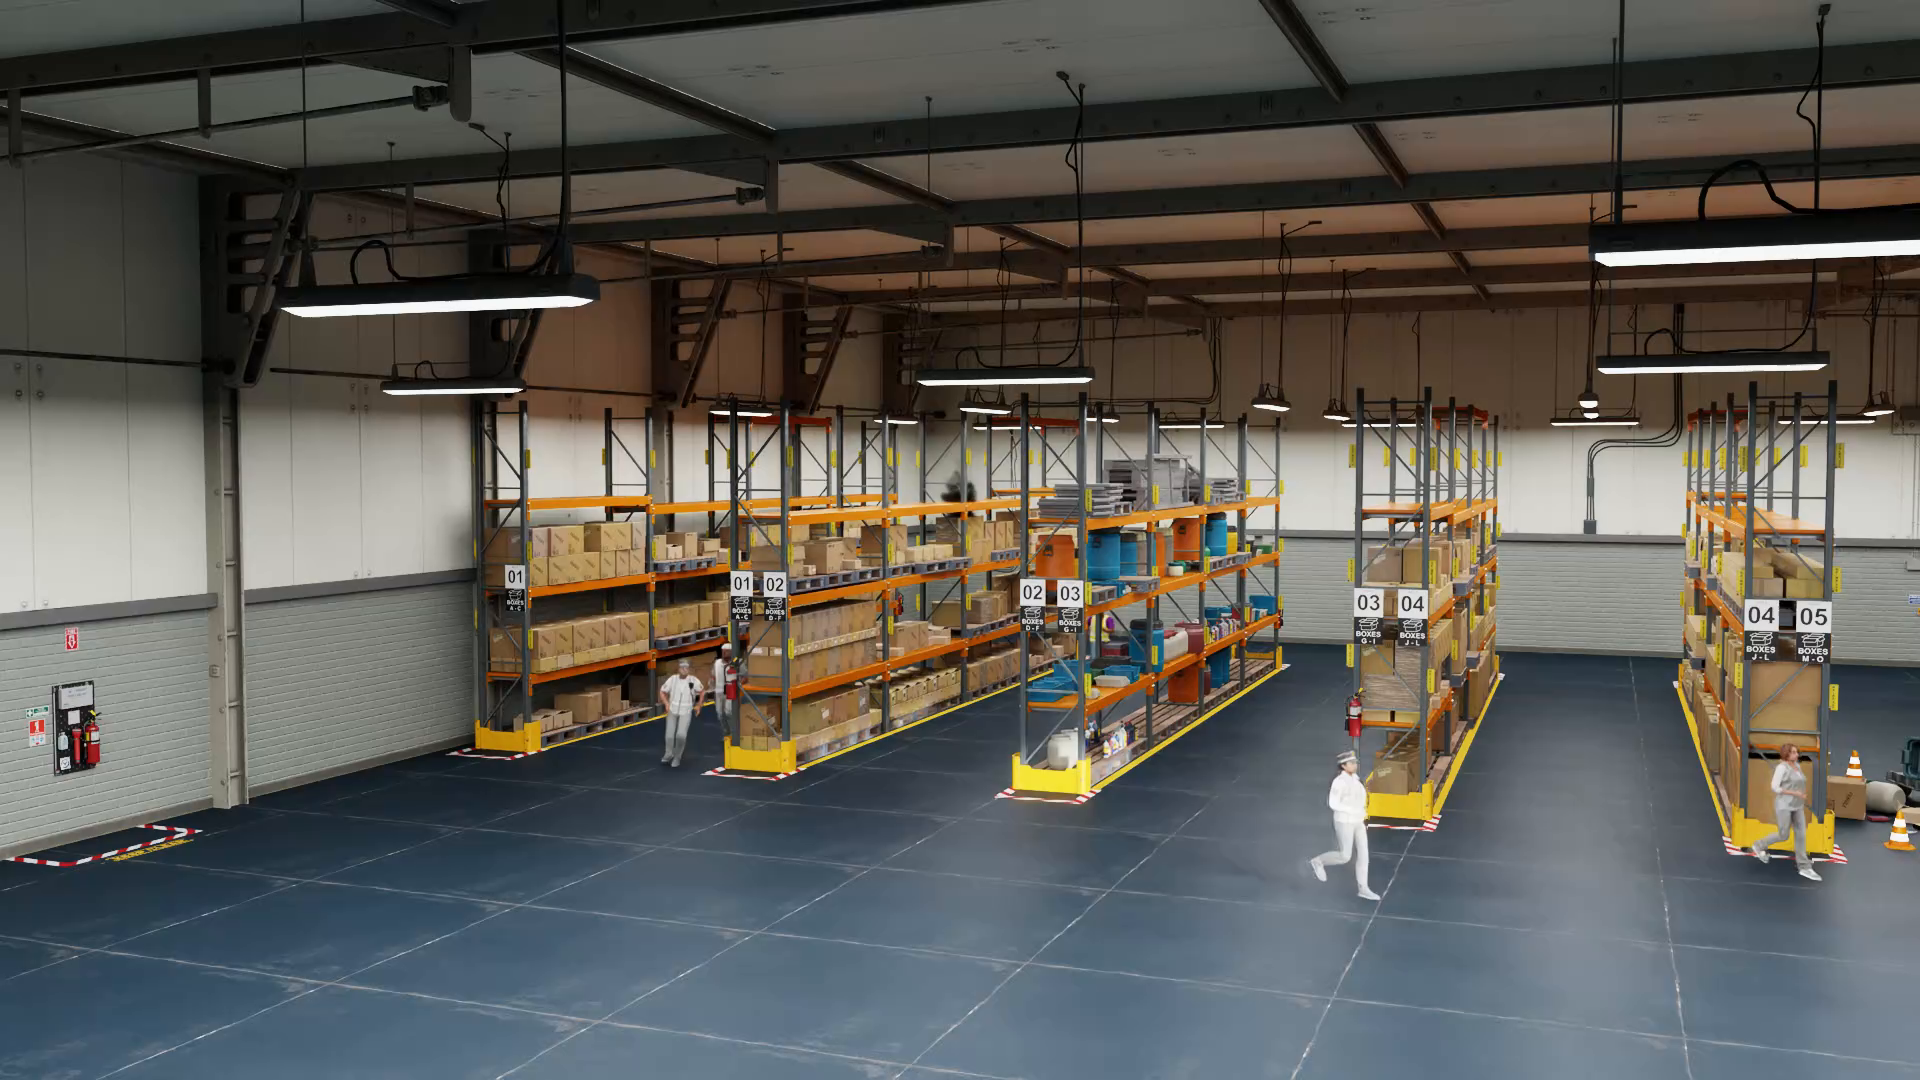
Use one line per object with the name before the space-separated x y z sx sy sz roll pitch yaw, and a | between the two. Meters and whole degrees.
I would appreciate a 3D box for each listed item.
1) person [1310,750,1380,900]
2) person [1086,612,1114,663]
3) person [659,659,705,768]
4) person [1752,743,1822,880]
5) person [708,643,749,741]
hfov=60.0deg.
person | 4.440 3.225 19.015 0.618 1.669 0.890 -3 4 -43
person | 3.112 2.307 37.130 0.677 1.821 0.799 1 3 10
person | -4.547 2.828 27.136 0.722 1.791 0.668 0 3 -1
person | 9.921 3.220 19.933 0.543 1.581 0.880 -1 3 -27
person | -4.128 2.697 29.287 0.669 1.737 0.589 1 3 18
